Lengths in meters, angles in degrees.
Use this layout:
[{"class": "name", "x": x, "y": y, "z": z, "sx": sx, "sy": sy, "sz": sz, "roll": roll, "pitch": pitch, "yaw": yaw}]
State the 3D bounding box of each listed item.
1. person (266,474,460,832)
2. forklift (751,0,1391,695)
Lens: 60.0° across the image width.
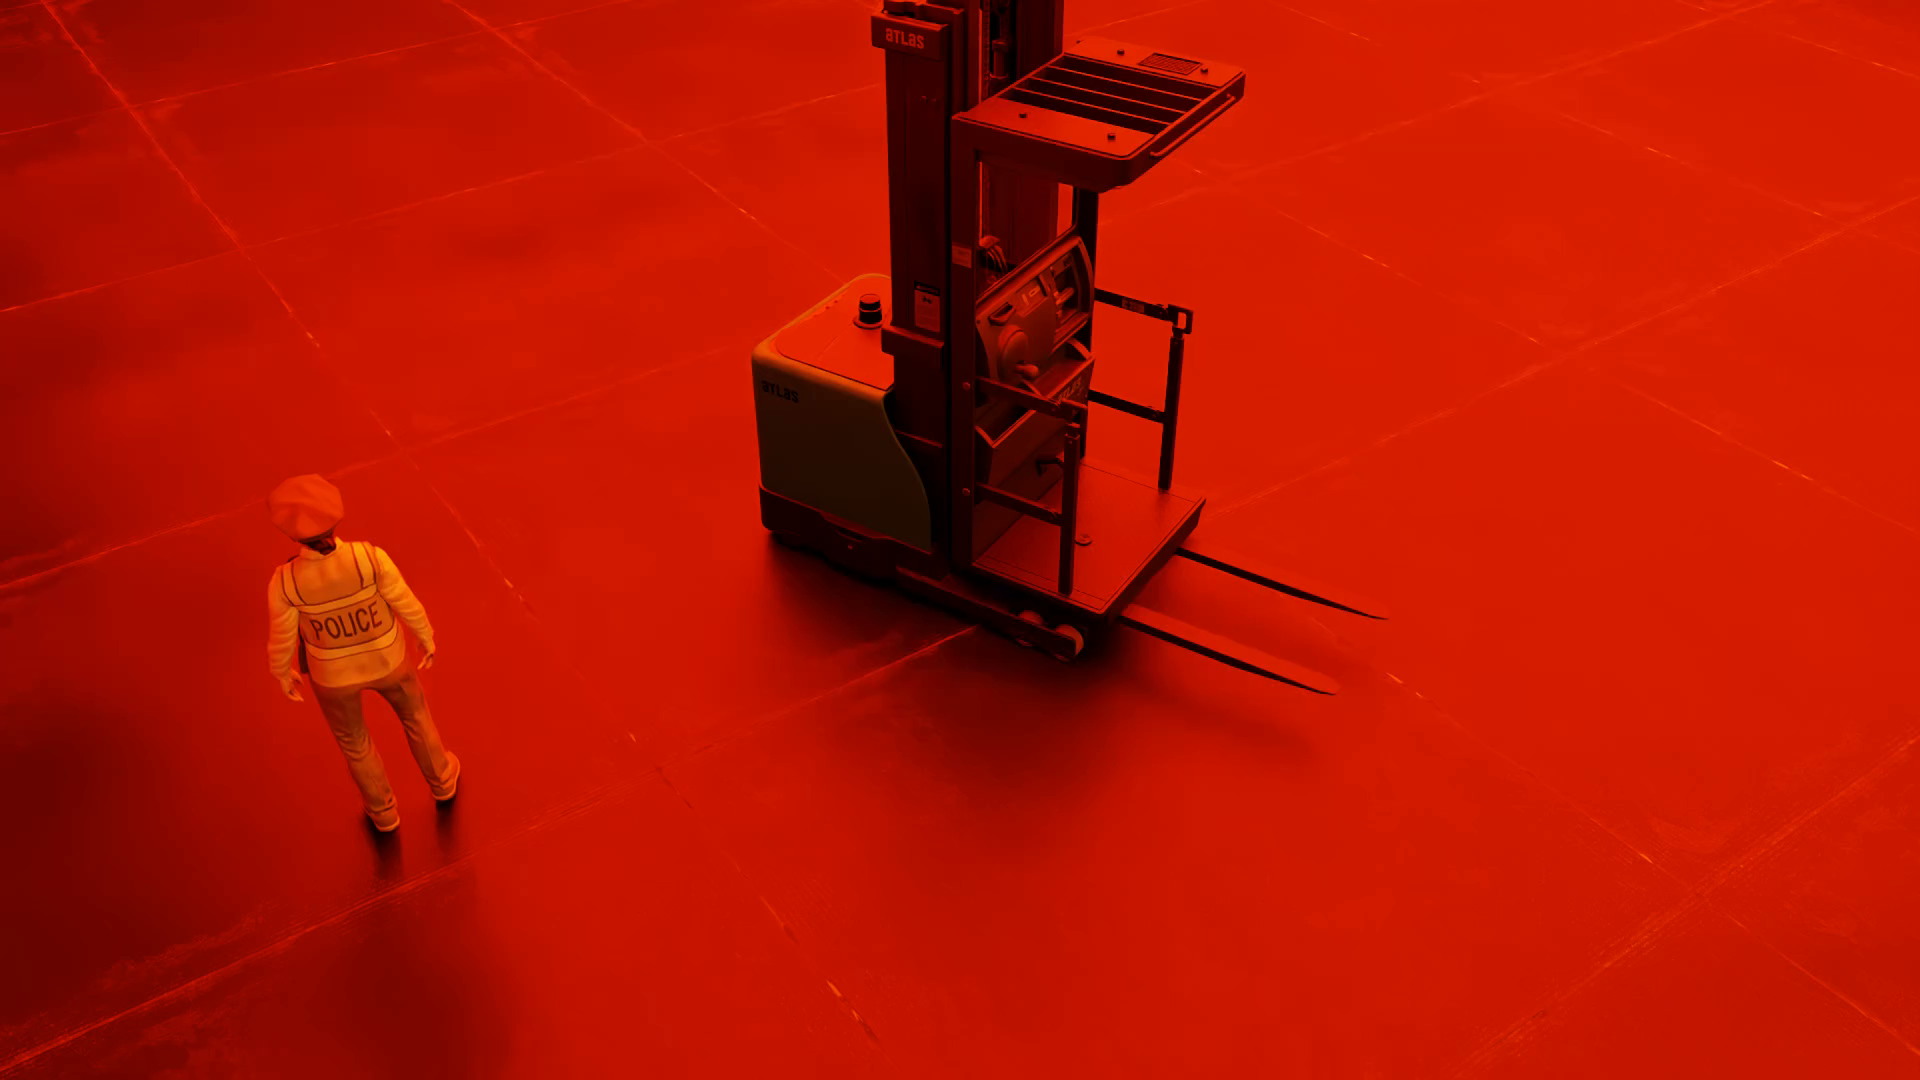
[{"class": "person", "x": -2.310, "y": 0.435, "z": 6.338, "sx": 0.597, "sy": 1.688, "sz": 0.484, "roll": -16, "pitch": 39, "yaw": -20}, {"class": "forklift", "x": 0.514, "y": -0.985, "z": 7.276, "sx": 3.031, "sy": 2.935, "sz": 1.130, "roll": 21, "pitch": 41, "yaw": 26}]
